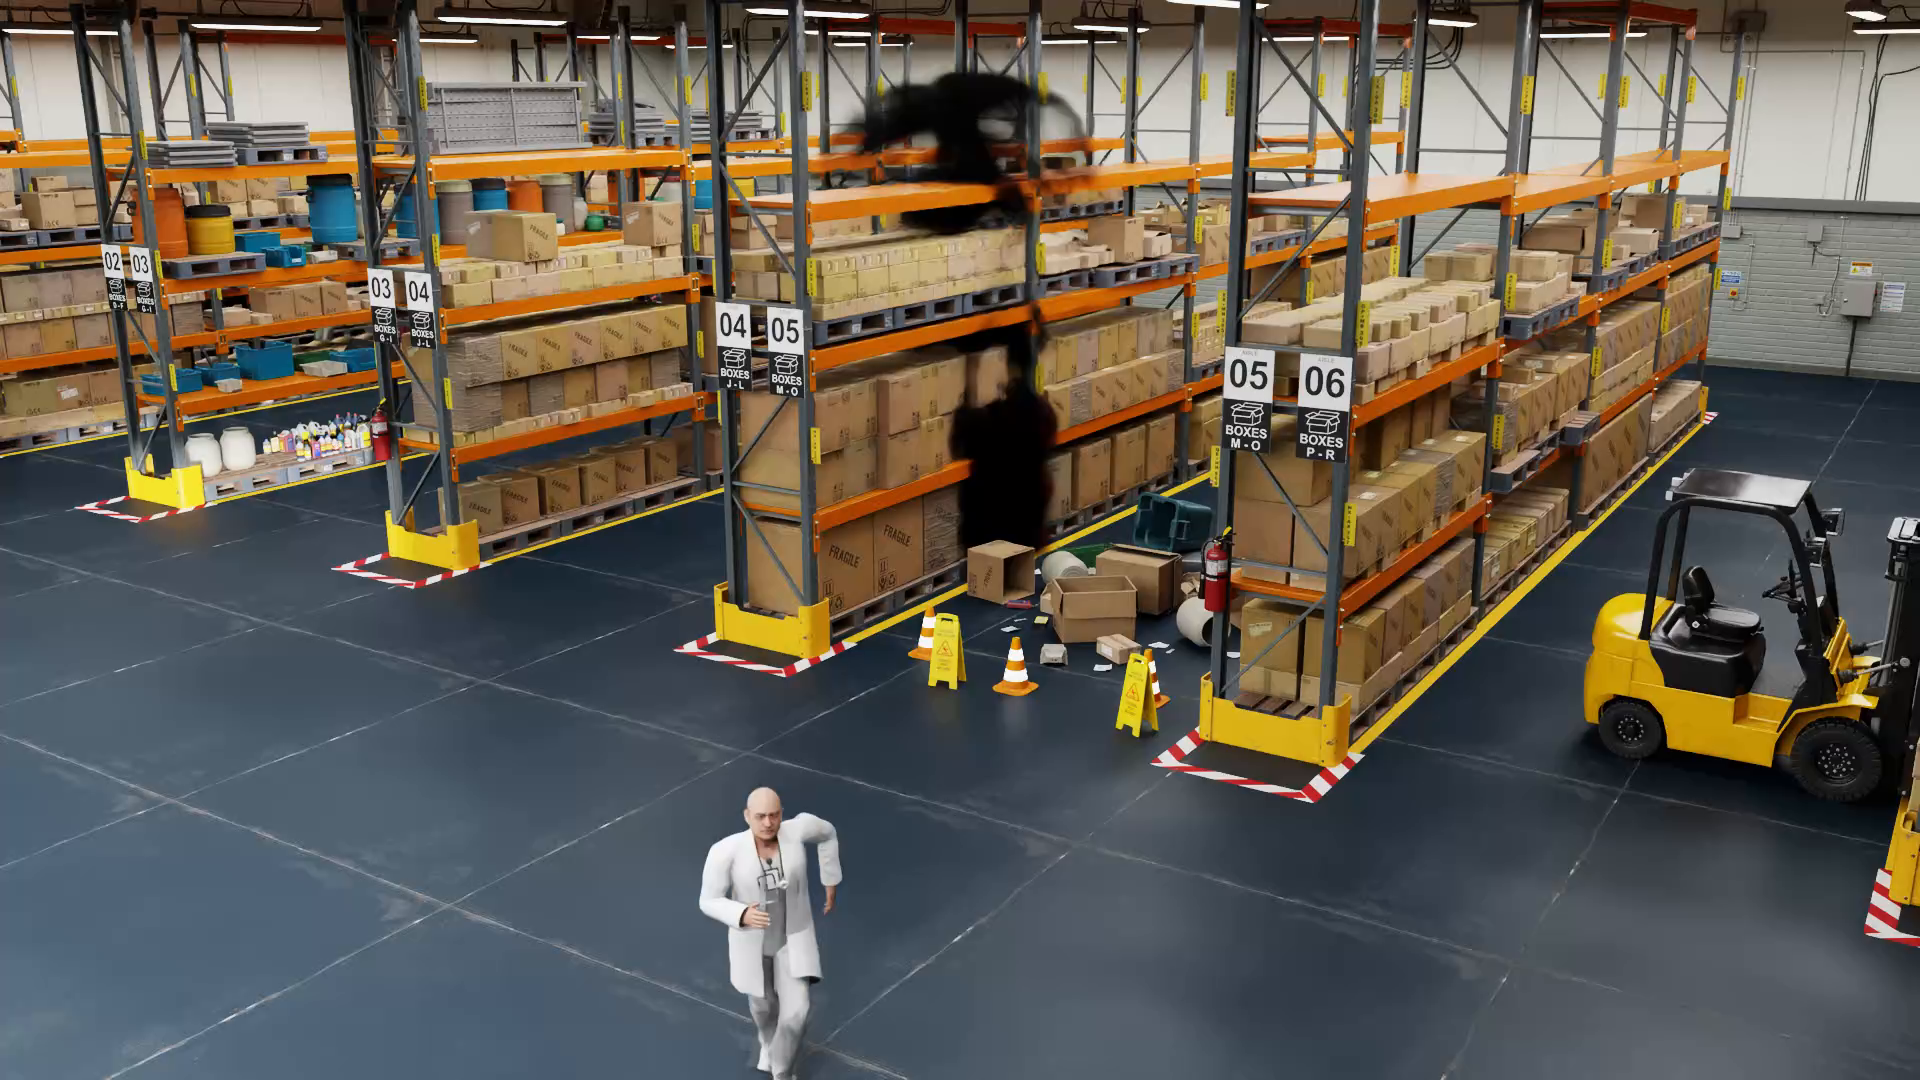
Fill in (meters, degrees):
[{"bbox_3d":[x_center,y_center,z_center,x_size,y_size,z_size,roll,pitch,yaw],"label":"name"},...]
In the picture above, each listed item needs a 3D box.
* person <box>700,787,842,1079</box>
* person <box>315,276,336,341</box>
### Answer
[{"bbox_3d":[-0.948,2.062,8.520,0.751,1.781,0.893,-3,16,-12],"label":"person"},{"bbox_3d":[-11.723,-4.095,30.904,0.561,1.619,0.588,7,17,22],"label":"person"}]
